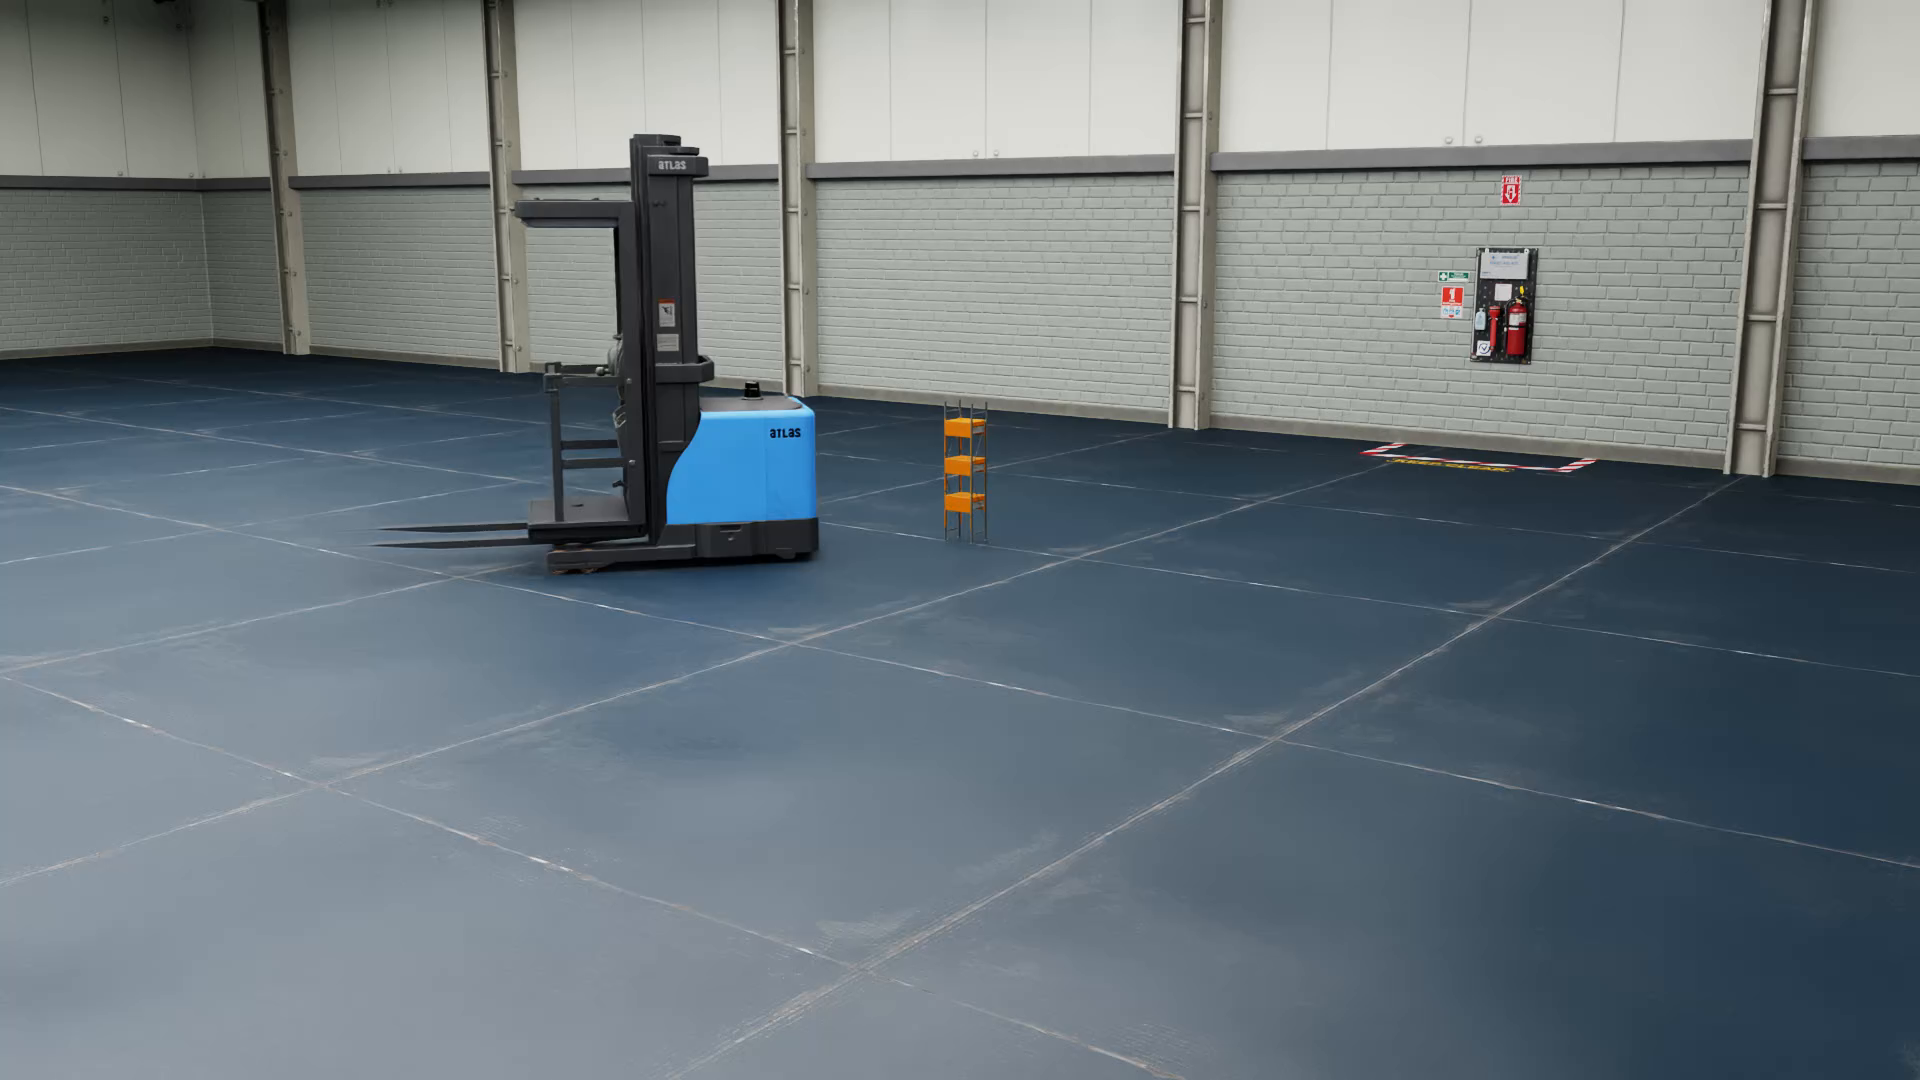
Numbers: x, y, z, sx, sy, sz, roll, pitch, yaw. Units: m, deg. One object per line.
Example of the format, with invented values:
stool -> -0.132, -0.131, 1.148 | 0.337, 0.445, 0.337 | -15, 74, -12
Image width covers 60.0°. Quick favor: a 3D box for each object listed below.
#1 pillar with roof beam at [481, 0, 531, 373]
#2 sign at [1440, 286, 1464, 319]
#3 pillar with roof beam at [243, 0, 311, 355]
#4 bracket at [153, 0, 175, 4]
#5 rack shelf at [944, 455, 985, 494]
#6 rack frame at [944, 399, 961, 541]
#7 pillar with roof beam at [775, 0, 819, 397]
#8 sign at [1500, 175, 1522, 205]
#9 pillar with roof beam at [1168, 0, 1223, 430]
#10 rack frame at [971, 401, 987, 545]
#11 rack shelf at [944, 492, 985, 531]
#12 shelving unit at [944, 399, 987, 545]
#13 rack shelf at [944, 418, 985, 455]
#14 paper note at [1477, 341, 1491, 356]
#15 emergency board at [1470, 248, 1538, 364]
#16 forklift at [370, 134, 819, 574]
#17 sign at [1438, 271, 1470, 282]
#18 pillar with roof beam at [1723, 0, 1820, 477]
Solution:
pillar with roof beam -> -9.561, -6.414, 21.991 | 0.400, 9.000, 9.100 | 8, 13, 36
sign -> 5.142, -2.483, 17.373 | 0.234, 0.329, 0.001 | 8, 13, 36
pillar with roof beam -> -14.397, -7.088, 25.478 | 0.548, 9.000, 9.100 | 8, 13, 36
bracket -> -14.303, -9.773, 29.880 | 0.430, 0.232, 0.235 | 8, 13, 36
rack shelf -> 0.043, -0.499, 12.401 | 0.240, 0.259, 0.215 | 8, 13, 36
rack frame -> -0.055, -0.523, 12.470 | 0.008, 1.050, 0.200 | 8, 13, 36
pillar with roof beam -> -4.725, -5.739, 18.504 | 0.400, 9.000, 9.100 | 8, 13, 36
sign -> 5.579, -3.542, 16.837 | 0.199, 0.298, 0.001 | 8, 13, 36
pillar with roof beam -> 0.111, -5.065, 15.017 | 0.400, 9.000, 9.100 | 8, 13, 36
rack frame -> 0.141, -0.496, 12.328 | 0.008, 1.050, 0.200 | 8, 13, 36
rack shelf -> 0.043, -0.226, 12.454 | 0.240, 0.259, 0.215 | 8, 13, 36
shelving unit -> 0.043, -0.509, 12.399 | 0.252, 1.050, 0.215 | 8, 13, 36
rack shelf -> 0.043, -0.778, 12.347 | 0.240, 0.259, 0.215 | 8, 13, 36
paper note -> 5.425, -1.985, 17.214 | 0.142, 0.148, 0.016 | 8, 13, 36
emergency board -> 5.526, -2.387, 16.973 | 0.643, 1.169, 0.194 | 8, 13, 36
forklift -> -2.575, -1.316, 11.613 | 3.031, 2.935, 1.130 | -3, 11, -13
sign -> 5.140, -2.741, 17.313 | 0.331, 0.109, 0.001 | 8, 13, 36
pillar with roof beam -> 4.947, -4.390, 11.530 | 0.400, 9.000, 9.100 | 8, 13, 36
